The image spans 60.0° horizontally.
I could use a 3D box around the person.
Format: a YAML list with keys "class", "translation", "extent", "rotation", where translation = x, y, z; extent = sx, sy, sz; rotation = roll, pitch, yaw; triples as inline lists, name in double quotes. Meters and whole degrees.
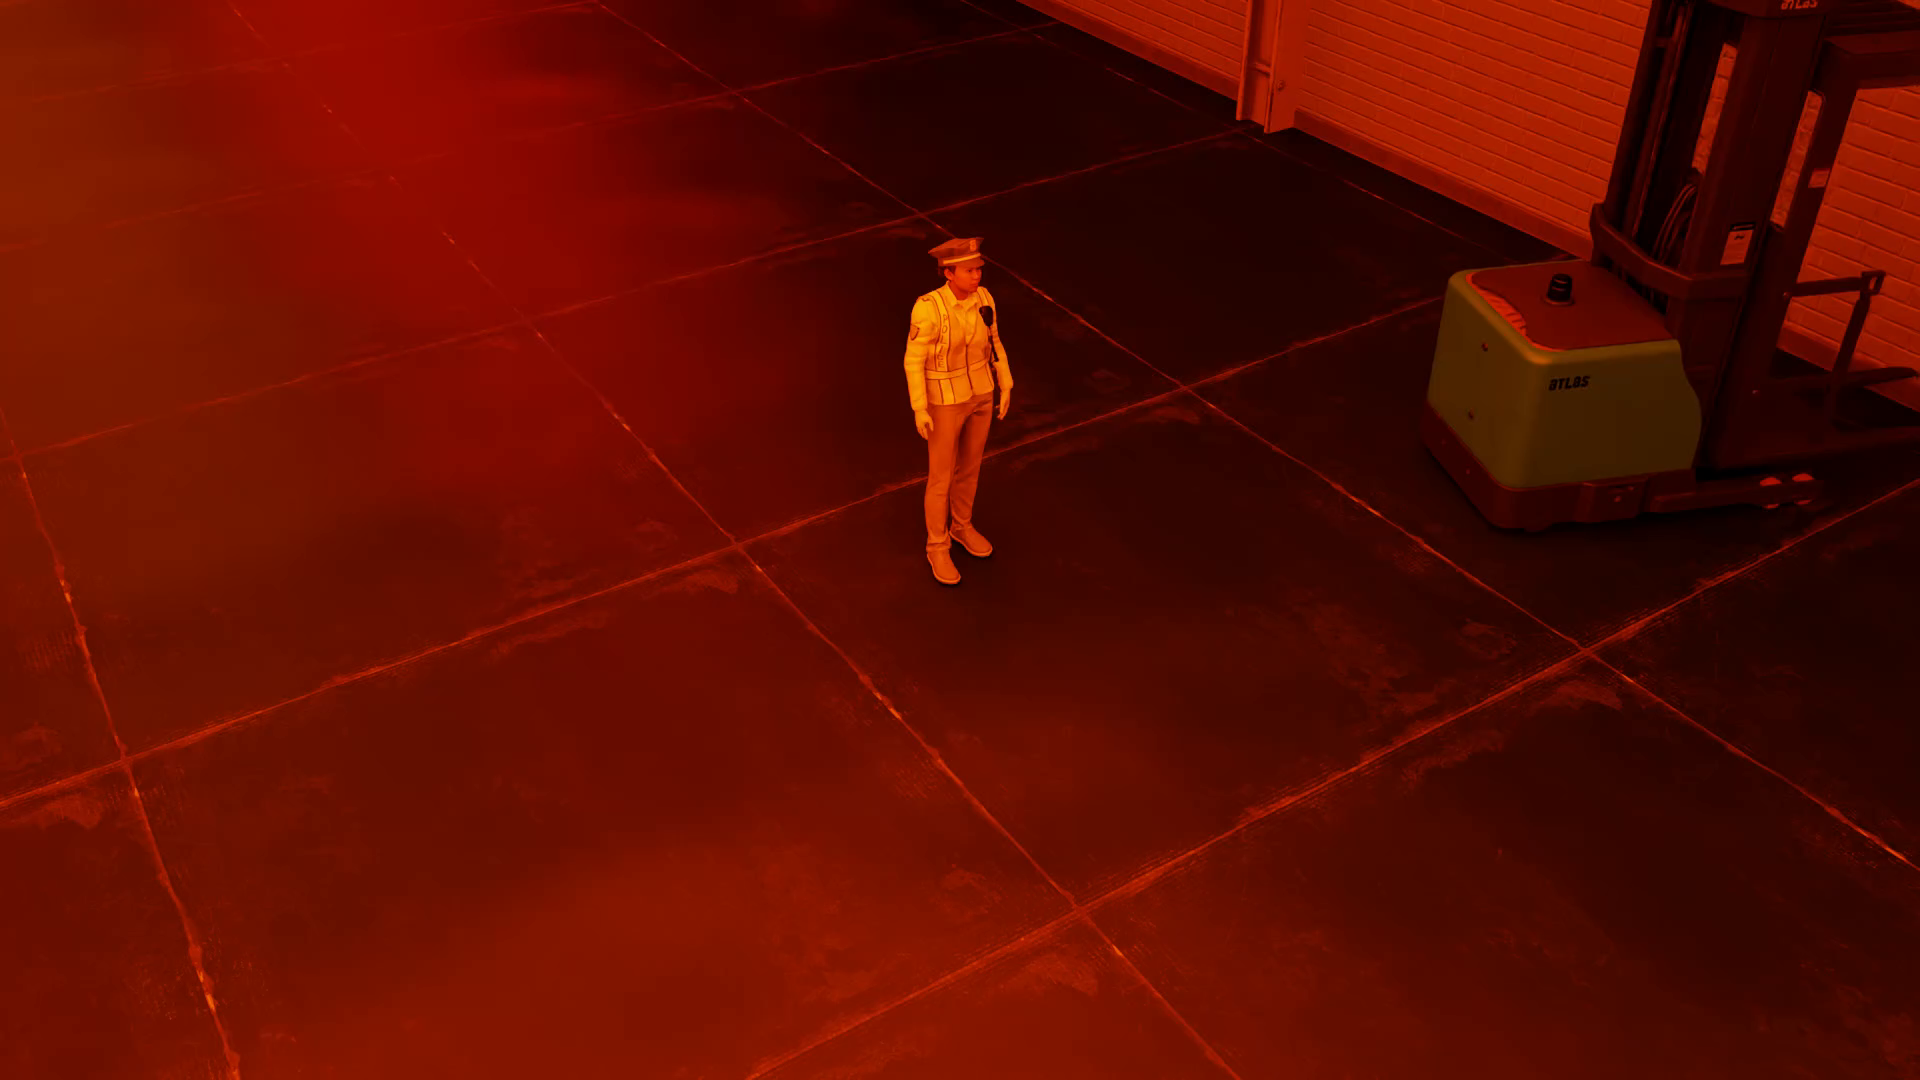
- class: "person"
  translation: [0.032, -0.664, 8.156]
  extent: [0.587, 1.695, 0.531]
  rotation: [-21, 40, -27]

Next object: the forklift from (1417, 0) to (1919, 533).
- class: "forklift"
  translation: [4.159, -1.659, 8.509]
  extent: [3.031, 2.935, 1.130]
  rotation: [-7, 36, -10]
